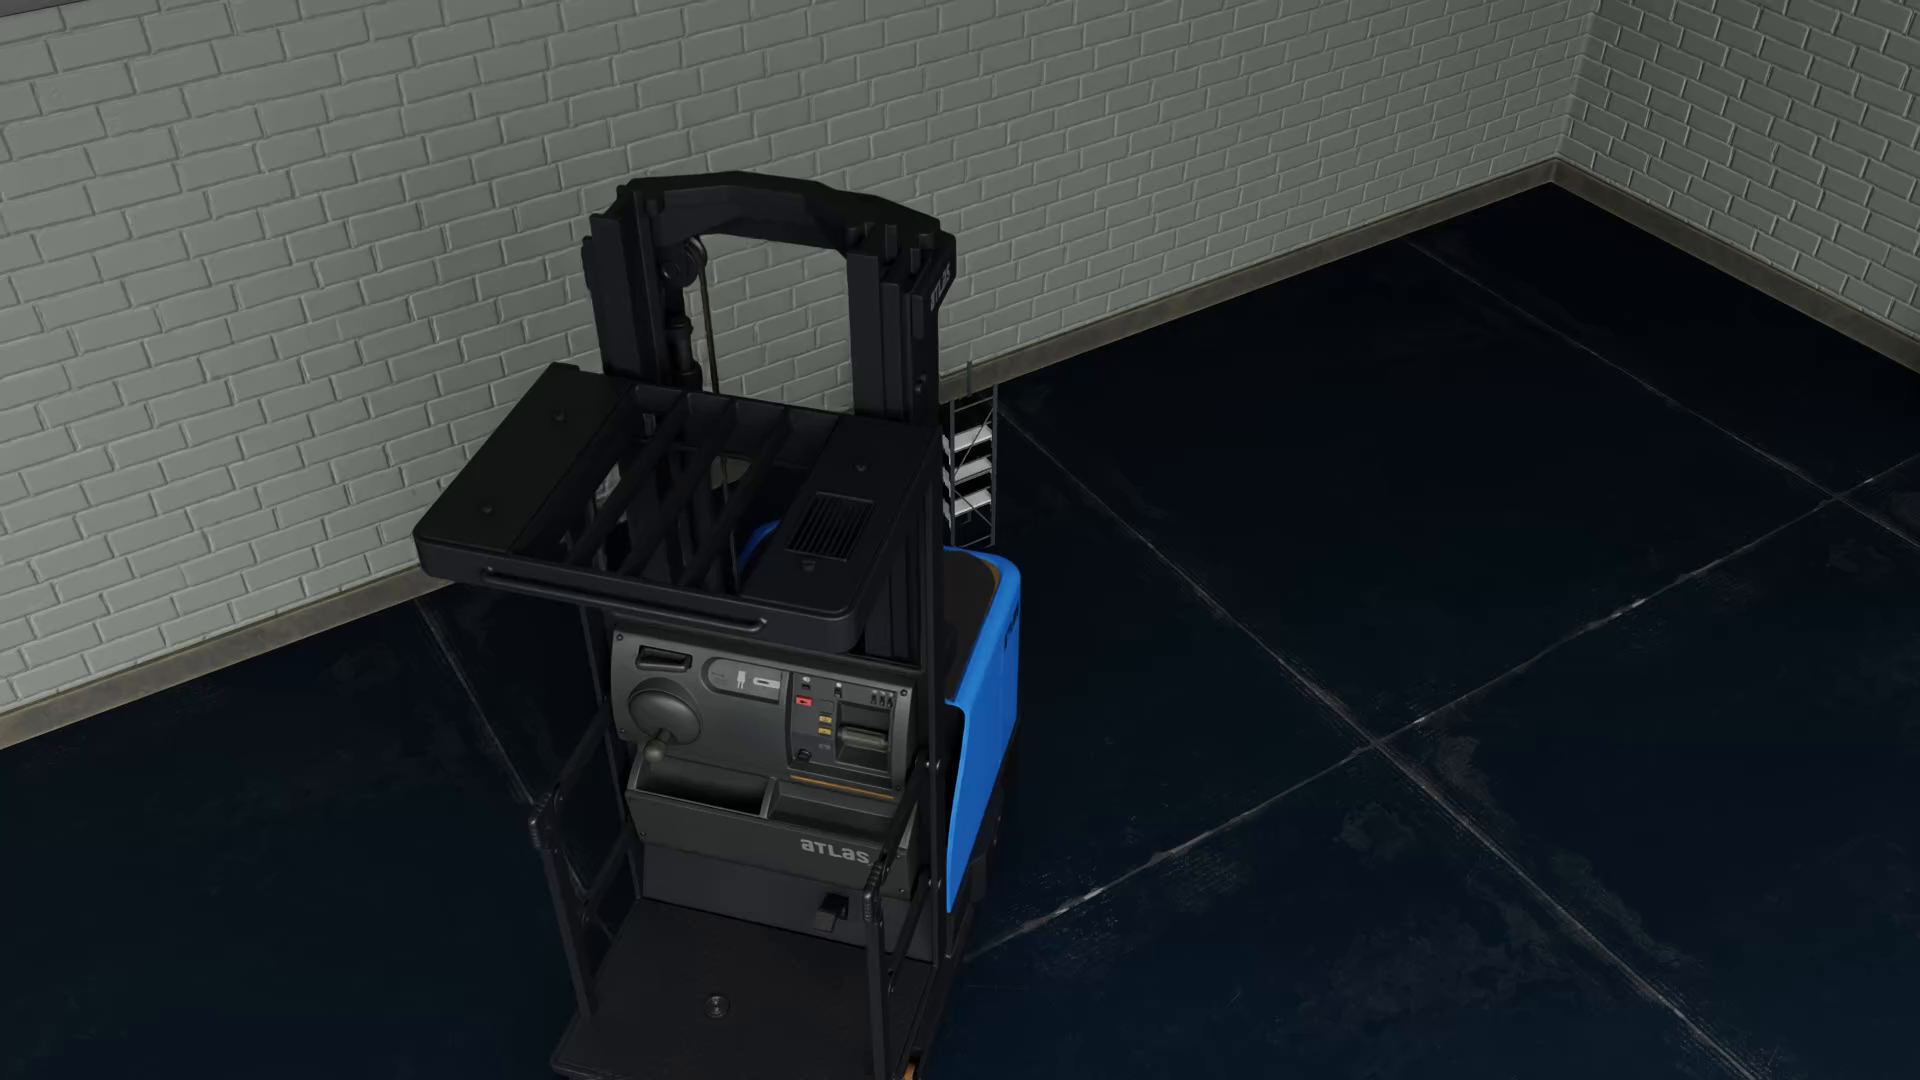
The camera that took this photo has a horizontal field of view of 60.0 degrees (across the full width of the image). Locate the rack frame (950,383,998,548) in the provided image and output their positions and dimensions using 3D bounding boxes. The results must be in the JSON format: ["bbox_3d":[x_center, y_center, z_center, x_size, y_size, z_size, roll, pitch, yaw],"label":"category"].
[{"bbox_3d":[0.059,-0.286,7.391,0.240,0.900,0.006,-22,45,-24],"label":"rack frame"}]

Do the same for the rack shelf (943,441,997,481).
[{"bbox_3d":[0.004,-0.385,7.420,0.258,0.077,0.200,-22,45,-24],"label":"rack shelf"}]

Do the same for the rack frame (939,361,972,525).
[{"bbox_3d":[-0.050,-0.396,7.523,0.240,0.900,0.006,-22,45,-24],"label":"rack frame"}]

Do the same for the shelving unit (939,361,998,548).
[{"bbox_3d":[0.004,-0.341,7.457,0.258,0.900,0.210,-22,45,-24],"label":"shelving unit"}]

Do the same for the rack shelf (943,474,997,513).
[{"bbox_3d":[0.004,-0.247,7.536,0.258,0.077,0.200,-22,45,-24],"label":"rack shelf"}]

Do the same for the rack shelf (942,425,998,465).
[{"bbox_3d":[0.004,-0.454,7.363,0.258,0.077,0.200,-22,45,-24],"label":"rack shelf"}]

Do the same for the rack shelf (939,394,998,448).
[{"bbox_3d":[0.004,-0.523,7.305,0.258,0.077,0.200,-22,45,-24],"label":"rack shelf"}]

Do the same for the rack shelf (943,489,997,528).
[{"bbox_3d":[0.004,-0.177,7.593,0.258,0.077,0.200,-22,45,-24],"label":"rack shelf"}]

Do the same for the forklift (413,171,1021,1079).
[{"bbox_3d":[-0.647,0.592,4.750,1.130,2.935,3.031,10,41,12],"label":"forklift"}]

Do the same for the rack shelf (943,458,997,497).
[{"bbox_3d":[0.004,-0.316,7.478,0.258,0.077,0.200,-22,45,-24],"label":"rack shelf"}]
